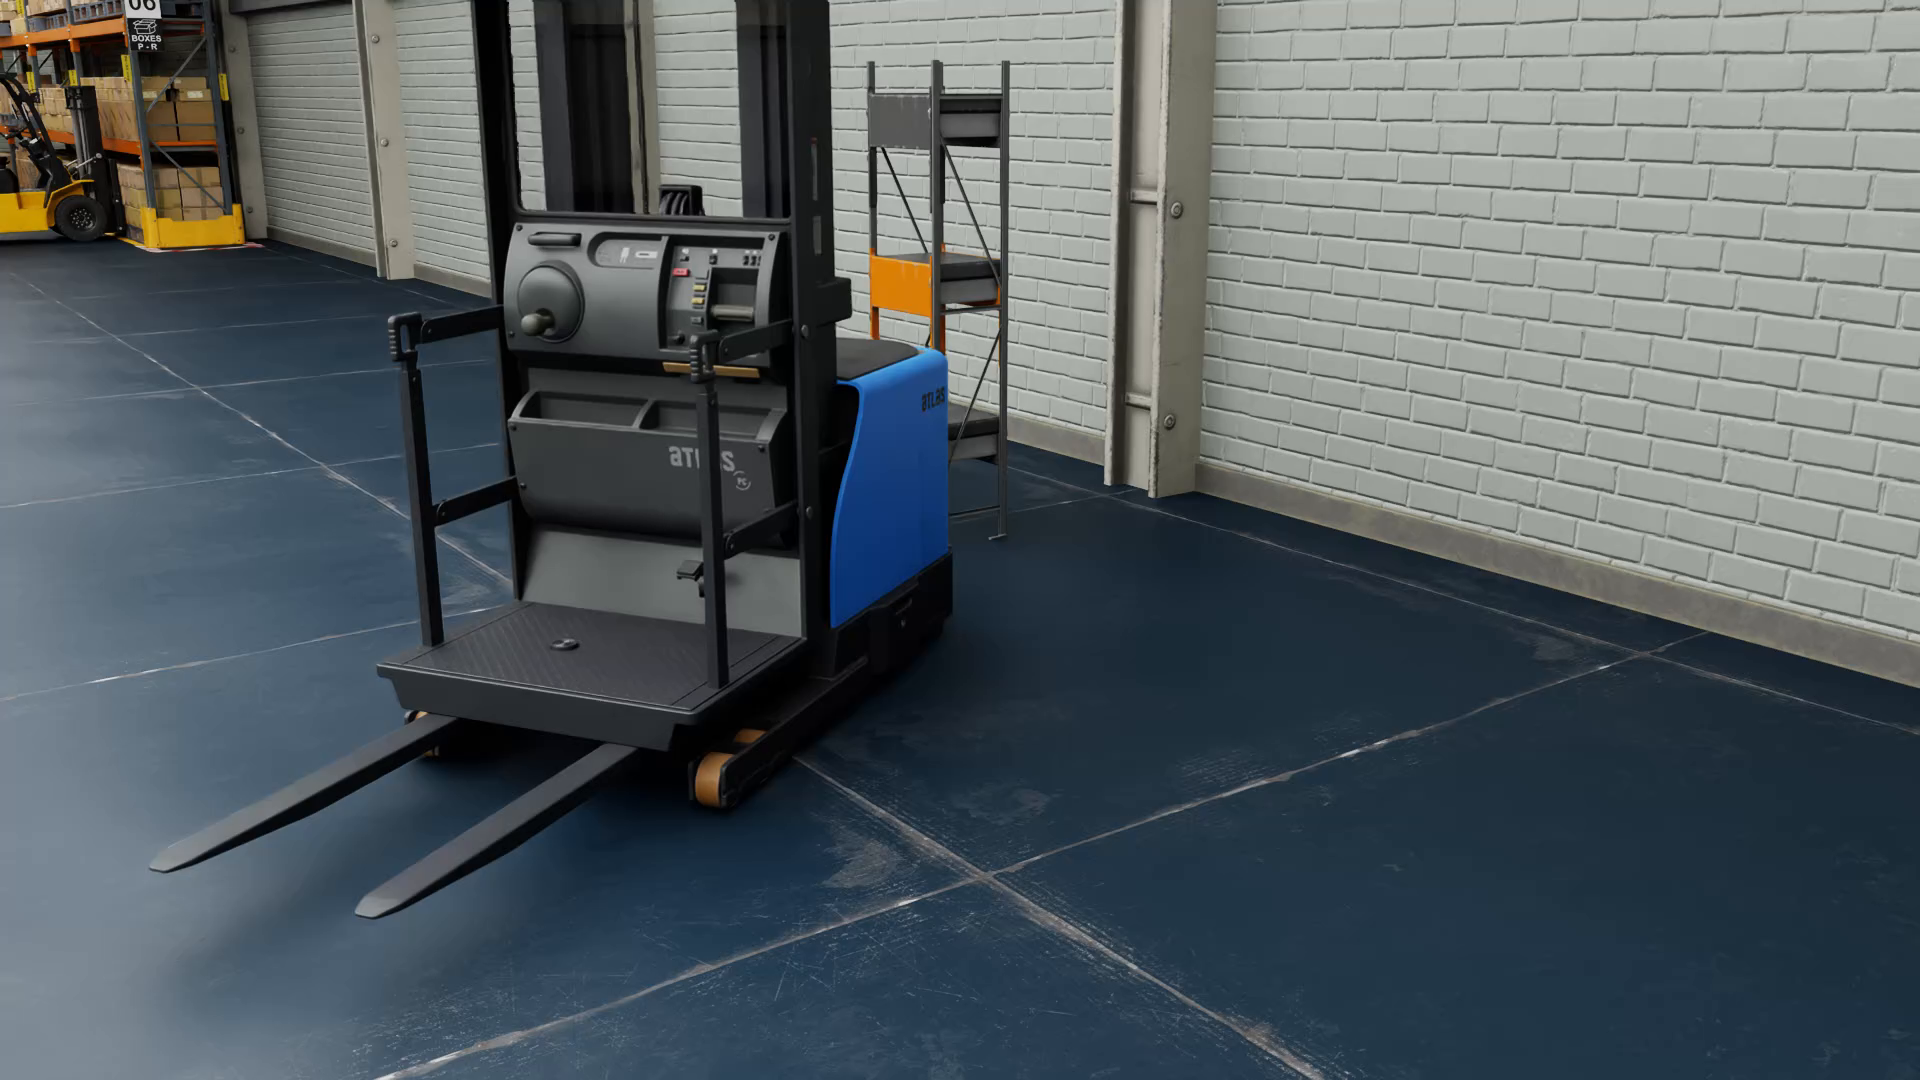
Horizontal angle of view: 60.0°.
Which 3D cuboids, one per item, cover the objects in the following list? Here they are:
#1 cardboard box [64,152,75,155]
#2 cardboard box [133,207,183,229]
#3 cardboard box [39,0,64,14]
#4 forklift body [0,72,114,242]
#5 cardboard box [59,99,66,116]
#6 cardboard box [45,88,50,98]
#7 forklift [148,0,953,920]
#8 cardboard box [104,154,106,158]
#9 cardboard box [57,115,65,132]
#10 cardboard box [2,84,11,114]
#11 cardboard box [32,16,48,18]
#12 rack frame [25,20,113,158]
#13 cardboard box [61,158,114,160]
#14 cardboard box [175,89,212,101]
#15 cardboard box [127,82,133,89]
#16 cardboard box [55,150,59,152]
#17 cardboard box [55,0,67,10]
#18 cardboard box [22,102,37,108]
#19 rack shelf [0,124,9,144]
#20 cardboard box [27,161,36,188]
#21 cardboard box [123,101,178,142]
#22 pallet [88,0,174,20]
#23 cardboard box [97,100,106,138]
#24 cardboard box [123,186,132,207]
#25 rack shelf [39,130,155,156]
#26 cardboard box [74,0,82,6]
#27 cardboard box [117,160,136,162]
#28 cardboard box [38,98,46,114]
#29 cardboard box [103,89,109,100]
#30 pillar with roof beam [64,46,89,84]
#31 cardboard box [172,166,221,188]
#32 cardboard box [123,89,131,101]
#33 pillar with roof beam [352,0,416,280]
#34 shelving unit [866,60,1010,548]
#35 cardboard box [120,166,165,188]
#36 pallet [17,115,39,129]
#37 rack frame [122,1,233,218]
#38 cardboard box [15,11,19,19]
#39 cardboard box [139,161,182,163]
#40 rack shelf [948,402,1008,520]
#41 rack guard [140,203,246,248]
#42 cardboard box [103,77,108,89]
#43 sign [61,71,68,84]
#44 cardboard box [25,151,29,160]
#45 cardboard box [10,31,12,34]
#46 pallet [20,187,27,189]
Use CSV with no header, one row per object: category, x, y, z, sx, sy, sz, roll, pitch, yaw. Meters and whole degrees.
cardboard box,-15.479,-6.723,29.167,0.380,0.149,0.250,-11,19,-34
cardboard box,-10.449,-4.205,21.670,0.500,0.250,0.500,-11,19,-34
cardboard box,-13.794,-8.321,25.441,0.500,0.500,0.500,-10,18,-33
forklift body,-12.508,-4.989,21.732,2.313,2.155,1.214,-11,19,-35
cardboard box,-13.369,-6.584,25.287,0.500,0.250,0.500,-10,18,-33
cardboard box,-14.342,-7.125,26.508,0.380,0.149,0.250,-10,18,-33
forklift,-1.045,-0.767,4.826,1.130,2.935,3.031,6,16,21
cardboard box,-14.676,-6.455,28.189,0.380,0.149,0.250,-10,18,-32
cardboard box,-13.654,-6.452,25.753,0.500,0.250,0.500,-10,18,-33
cardboard box,-16.565,-7.842,29.560,0.700,0.500,0.500,-11,19,-34
cardboard box,-15.025,-8.590,27.128,0.380,0.149,0.250,-10,18,-33
rack frame,-14.621,-6.985,27.416,1.000,3.000,0.127,-11,19,-35
cardboard box,-14.266,-5.907,27.180,0.875,0.625,0.625,-10,18,-33
cardboard box,-9.907,-5.751,21.488,0.380,0.149,0.250,-11,19,-36
cardboard box,-10.469,-5.873,21.371,0.380,0.149,0.250,-11,19,-34
cardboard box,-16.215,-7.009,30.215,0.380,0.149,0.250,-11,19,-34
cardboard box,-12.892,-7.903,24.269,0.500,0.311,0.500,-12,19,-36
cardboard box,-15.504,-7.291,28.020,0.500,0.250,0.500,-12,19,-37
rack shelf,-18.149,-7.920,32.192,1.077,0.370,4.000,-11,19,-35
cardboard box,-15.960,-6.367,29.097,0.500,0.500,0.500,-12,19,-37
cardboard box,-10.419,-5.390,21.397,0.500,0.500,0.500,-11,19,-36
pallet,-11.034,-7.097,22.309,1.003,0.211,1.213,-11,19,-35
cardboard box,-11.601,-5.828,22.997,0.500,0.500,0.500,-11,19,-35
cardboard box,-10.743,-4.559,22.016,0.500,0.250,0.500,-11,19,-35
rack shelf,-13.445,-6.211,25.951,1.077,0.370,4.000,-11,19,-35
cardboard box,-11.977,-7.570,23.055,0.500,0.311,0.500,-10,18,-33
cardboard box,-11.946,-5.227,23.511,0.500,0.250,0.500,-11,19,-34
cardboard box,-14.578,-7.018,26.871,0.500,0.250,0.500,-11,19,-35
cardboard box,-11.402,-6.050,22.581,0.380,0.149,0.250,-11,19,-36
pillar with roof beam,-20.136,-10.353,28.358,9.100,9.000,0.400,-11,19,-35
cardboard box,-10.047,-4.768,21.833,0.500,0.250,0.500,-11,19,-35
cardboard box,-10.522,-5.719,21.370,0.380,0.149,0.250,-11,18,-34
pillar with roof beam,-9.552,-6.510,14.315,9.100,9.000,0.400,-11,19,-35
shelving unit,-0.097,-1.048,7.428,0.431,2.100,0.503,-11,19,-35
cardboard box,-10.746,-4.794,21.928,0.500,0.250,0.500,-10,18,-34
pallet,-15.077,-7.027,27.931,1.213,0.211,1.003,-11,19,-35
rack frame,-9.918,-5.277,21.175,1.000,3.000,0.127,-11,19,-35
cardboard box,-15.760,-8.869,28.146,0.380,0.149,0.250,-10,18,-33
cardboard box,-11.227,-5.199,23.408,0.500,0.250,0.500,-11,19,-34
rack shelf,-0.097,-0.360,7.616,0.431,0.518,0.480,-11,19,-35
rack guard,-9.903,-4.066,21.486,1.175,0.500,0.348,-11,19,-35
cardboard box,-11.500,-6.259,22.780,0.380,0.149,0.250,-11,19,-35
sign,-16.526,-8.485,30.702,0.100,0.325,0.005,-11,19,-35
cardboard box,-16.592,-6.931,29.929,0.380,0.149,0.250,-12,19,-37
cardboard box,-17.424,-9.196,30.287,0.380,0.149,0.250,-11,19,-35
pallet,-16.464,-6.327,30.292,1.003,0.211,1.213,-11,19,-35
